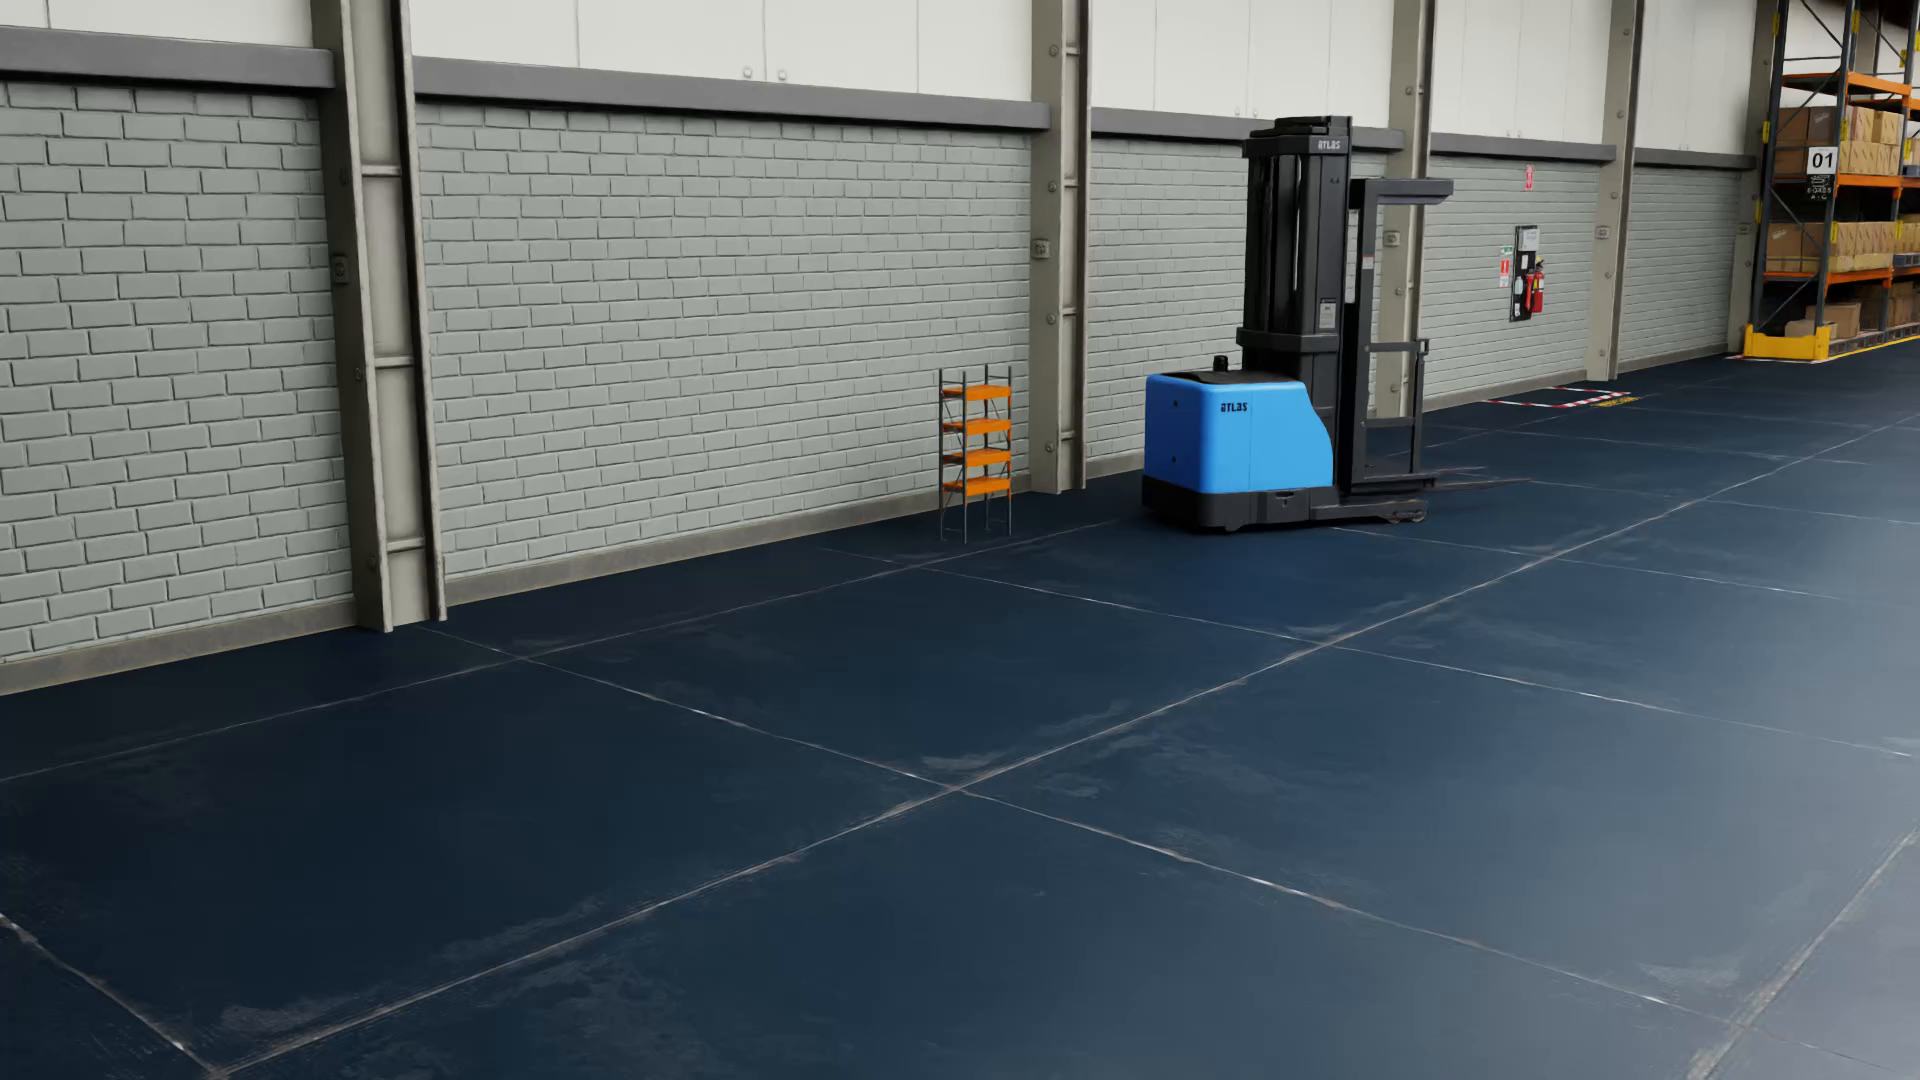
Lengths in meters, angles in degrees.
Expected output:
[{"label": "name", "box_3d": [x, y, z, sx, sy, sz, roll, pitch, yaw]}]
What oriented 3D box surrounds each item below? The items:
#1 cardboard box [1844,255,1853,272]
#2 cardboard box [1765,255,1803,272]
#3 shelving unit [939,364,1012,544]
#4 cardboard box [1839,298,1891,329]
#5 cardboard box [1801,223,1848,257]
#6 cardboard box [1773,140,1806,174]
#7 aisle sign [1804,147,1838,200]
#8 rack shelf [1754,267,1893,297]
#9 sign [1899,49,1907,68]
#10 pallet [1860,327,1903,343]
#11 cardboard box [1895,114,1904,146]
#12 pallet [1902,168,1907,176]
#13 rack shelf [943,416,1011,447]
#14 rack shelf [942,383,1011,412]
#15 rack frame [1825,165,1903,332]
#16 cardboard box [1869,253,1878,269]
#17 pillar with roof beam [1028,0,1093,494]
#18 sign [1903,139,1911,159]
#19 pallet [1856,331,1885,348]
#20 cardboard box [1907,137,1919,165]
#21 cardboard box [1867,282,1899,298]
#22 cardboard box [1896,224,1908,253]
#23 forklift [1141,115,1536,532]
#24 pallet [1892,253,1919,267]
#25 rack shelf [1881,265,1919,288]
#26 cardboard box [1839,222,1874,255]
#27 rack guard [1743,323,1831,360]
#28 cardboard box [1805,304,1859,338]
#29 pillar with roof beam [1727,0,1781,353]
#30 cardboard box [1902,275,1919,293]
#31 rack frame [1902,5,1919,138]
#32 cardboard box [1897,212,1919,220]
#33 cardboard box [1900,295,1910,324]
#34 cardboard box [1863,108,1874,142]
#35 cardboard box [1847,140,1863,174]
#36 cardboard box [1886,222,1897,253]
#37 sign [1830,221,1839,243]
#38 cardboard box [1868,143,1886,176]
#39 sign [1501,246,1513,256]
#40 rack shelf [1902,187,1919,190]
[{"label": "cardboard box", "box_3d": [13.767, -4.371, 26.268, 0.500, 0.250, 0.500, 9, 15, 39]}, {"label": "cardboard box", "box_3d": [13.038, -4.356, 26.192, 0.500, 0.250, 0.500, 10, 15, 41]}, {"label": "shelving unit", "box_3d": [0.109, -0.613, 11.716, 0.258, 1.200, 0.503, 10, 15, 40]}, {"label": "cardboard box", "box_3d": [15.989, -4.014, 29.411, 0.700, 0.500, 0.500, 10, 15, 42]}, {"label": "cardboard box", "box_3d": [13.416, -4.661, 25.806, 0.500, 0.500, 0.500, 10, 15, 40]}, {"label": "cardboard box", "box_3d": [12.960, -5.949, 25.876, 0.500, 0.500, 0.500, -11, 16, -43]}, {"label": "aisle sign", "box_3d": [13.053, -5.551, 25.208, 0.394, 0.787, 0.004, 10, 15, 40]}, {"label": "rack shelf", "box_3d": [14.195, -4.267, 27.253, 1.077, 0.370, 4.000, 10, 15, 40]}, {"label": "sign", "box_3d": [17.736, -9.051, 31.265, 0.100, 0.325, 0.005, 10, 15, 40]}, {"label": "pallet", "box_3d": [16.028, -3.661, 29.504, 1.003, 0.211, 1.213, 10, 15, 40]}, {"label": "cardboard box", "box_3d": [15.388, -6.825, 27.708, 0.500, 0.500, 0.500, 8, 14, 36]}, {"label": "pallet", "box_3d": [16.685, -6.523, 29.533, 1.213, 0.211, 1.003, 10, 15, 40]}, {"label": "rack shelf", "box_3d": [0.109, -0.766, 11.685, 0.258, 0.148, 0.480, 10, 15, 40]}, {"label": "rack shelf", "box_3d": [0.109, -0.998, 11.639, 0.258, 0.148, 0.480, 10, 15, 40]}, {"label": "rack frame", "box_3d": [15.515, -4.914, 28.656, 1.000, 3.000, 0.127, 10, 15, 40]}, {"label": "cardboard box", "box_3d": [14.775, -4.593, 27.382, 0.500, 0.250, 0.500, 10, 15, 40]}, {"label": "pillar with roof beam", "box_3d": [4.039, -4.277, 10.152, 9.100, 9.000, 0.400, 10, 15, 40]}, {"label": "sign", "box_3d": [15.928, -6.570, 27.966, 0.100, 0.325, 0.005, 10, 15, 40]}, {"label": "pallet", "box_3d": [15.098, -3.443, 28.412, 1.003, 0.211, 1.213, 10, 15, 40]}, {"label": "cardboard box", "box_3d": [16.750, -6.892, 29.571, 0.500, 0.500, 0.500, 9, 14, 38]}, {"label": "cardboard box", "box_3d": [16.617, -4.524, 30.050, 0.500, 0.250, 0.500, 9, 15, 39]}, {"label": "cardboard box", "box_3d": [16.251, -5.331, 29.363, 0.500, 0.500, 0.700, -10, 15, -42]}, {"label": "forklift", "box_3d": [2.955, -1.653, 12.505, 3.031, 2.935, 1.130, -4, 12, -20]}, {"label": "pallet", "box_3d": [16.129, -4.914, 29.144, 1.003, 0.211, 1.213, 10, 15, 40]}, {"label": "rack shelf", "box_3d": [16.835, -4.856, 30.200, 1.077, 0.370, 4.000, 10, 15, 40]}, {"label": "cardboard box", "box_3d": [14.427, -4.885, 26.928, 0.500, 0.500, 0.500, 10, 15, 42]}, {"label": "rack guard", "box_3d": [12.925, -3.111, 26.011, 1.175, 0.500, 0.348, 10, 15, 40]}, {"label": "cardboard box", "box_3d": [14.297, -3.591, 27.291, 0.700, 0.500, 0.500, 9, 14, 37]}, {"label": "pillar with roof beam", "box_3d": [15.921, -6.926, 23.411, 9.100, 9.000, 0.400, 10, 15, 40]}, {"label": "cardboard box", "box_3d": [18.740, -4.746, 32.229, 0.750, 0.750, 0.750, 10, 15, 40]}, {"label": "rack frame", "box_3d": [18.156, -8.444, 31.015, 1.000, 3.000, 0.127, 10, 15, 40]}, {"label": "cardboard box", "box_3d": [18.260, -6.175, 31.990, 0.500, 0.250, 0.500, 10, 15, 42]}, {"label": "cardboard box", "box_3d": [16.985, -4.242, 30.552, 0.700, 0.500, 0.500, 10, 15, 40]}, {"label": "cardboard box", "box_3d": [14.011, -6.515, 26.154, 0.500, 0.500, 0.500, 10, 15, 42]}, {"label": "cardboard box", "box_3d": [13.665, -5.947, 25.861, 0.500, 0.500, 0.500, -11, 16, -44]}, {"label": "cardboard box", "box_3d": [15.435, -5.109, 28.047, 0.500, 0.500, 0.500, 10, 15, 40]}, {"label": "sign", "box_3d": [13.282, -4.680, 25.274, 0.100, 0.325, 0.005, 10, 15, 40]}, {"label": "cardboard box", "box_3d": [14.687, -6.178, 27.022, 0.500, 0.500, 0.500, 9, 14, 38]}, {"label": "sign", "box_3d": [6.634, -3.508, 20.172, 0.001, 0.109, 0.331, 10, 15, 40]}, {"label": "rack shelf", "box_3d": [19.476, -6.915, 32.853, 1.077, 0.370, 4.000, 10, 15, 40]}]
